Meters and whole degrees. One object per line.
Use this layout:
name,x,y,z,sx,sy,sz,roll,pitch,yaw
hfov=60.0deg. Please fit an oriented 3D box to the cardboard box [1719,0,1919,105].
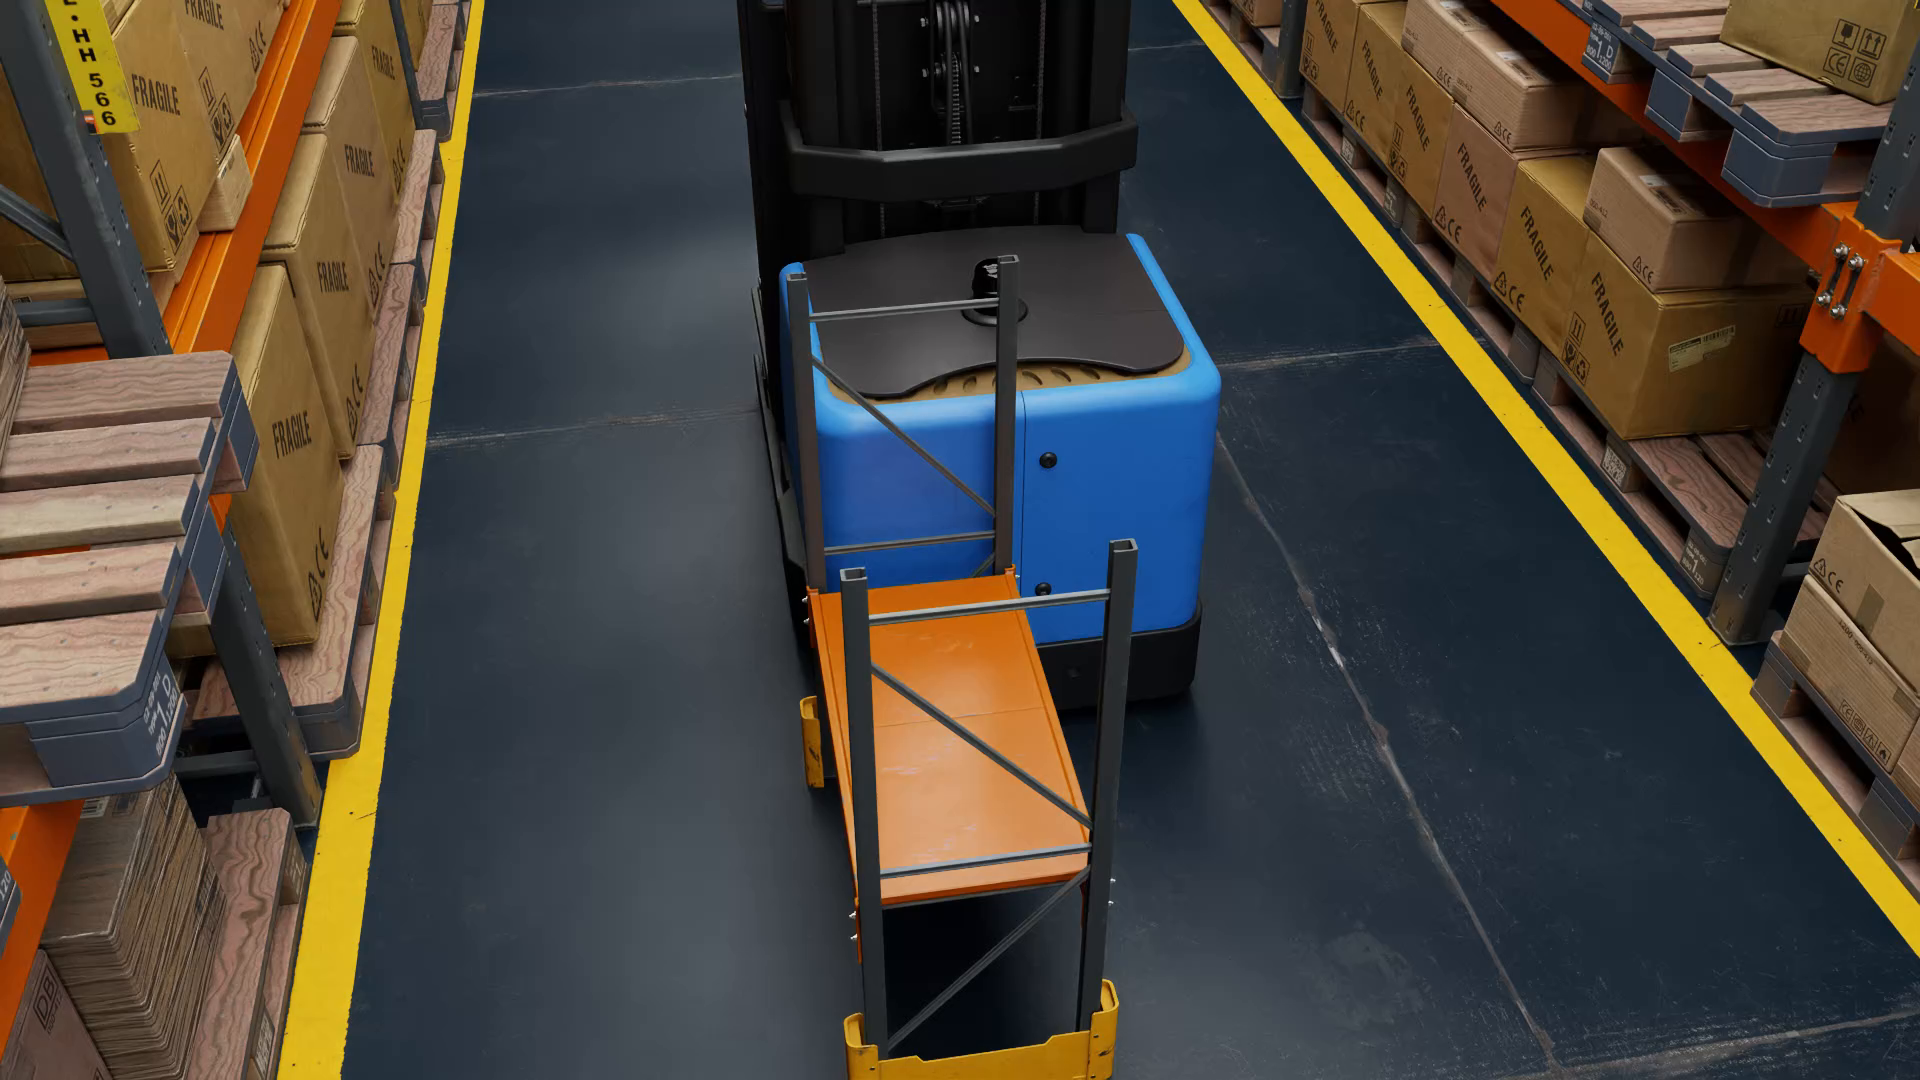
cardboard box,2.494,-1.532,4.353,0.700,0.500,0.500,-19,42,-23

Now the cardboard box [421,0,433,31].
cardboard box,-2.977,-2.784,8.084,0.700,0.500,0.500,-7,38,-8

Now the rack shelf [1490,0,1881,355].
rack shelf,2.365,-1.882,5.814,1.077,0.370,4.000,-6,38,-8

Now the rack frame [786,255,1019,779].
rack frame,-0.121,0.010,4.015,0.500,1.500,0.032,-6,38,-8

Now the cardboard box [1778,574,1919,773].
cardboard box,2.518,0.310,4.305,0.500,0.250,0.500,-6,38,-8

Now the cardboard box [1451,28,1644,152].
cardboard box,2.123,-1.631,5.973,0.500,0.250,0.500,-7,38,-9

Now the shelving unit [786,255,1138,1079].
shelving unit,-0.037,0.312,3.626,0.587,1.500,1.083,-6,38,-8

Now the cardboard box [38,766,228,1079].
cardboard box,-1.984,0.820,3.429,0.700,0.500,0.500,-6,38,-7

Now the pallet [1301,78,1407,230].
pallet,2.194,-1.786,7.376,1.003,0.211,1.213,-6,38,-8

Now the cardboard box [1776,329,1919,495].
cardboard box,2.917,-0.450,5.063,0.500,0.500,0.500,-5,38,-6

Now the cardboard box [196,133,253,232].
cardboard box,-1.990,-0.878,4.124,0.380,0.149,0.250,-5,38,-7

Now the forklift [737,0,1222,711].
forklift,-0.112,-1.538,4.840,1.130,2.935,3.031,-6,38,-8

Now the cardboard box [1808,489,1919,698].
cardboard box,2.518,0.088,4.133,0.500,0.311,0.500,-5,38,-6

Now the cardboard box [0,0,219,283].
cardboard box,-1.994,-0.909,3.634,0.500,0.500,0.500,-5,38,-7

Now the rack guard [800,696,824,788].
rack guard,-0.121,0.504,4.398,0.587,0.250,0.087,-6,38,-8

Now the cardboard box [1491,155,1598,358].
cardboard box,2.230,-0.997,5.767,0.500,0.500,0.500,-8,38,-10

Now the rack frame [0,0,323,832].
rack frame,-2.161,-0.423,3.349,1.000,3.000,0.127,-6,38,-8

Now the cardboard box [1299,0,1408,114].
cardboard box,1.859,-2.242,7.370,0.500,0.500,0.500,-8,39,-10

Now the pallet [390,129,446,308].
pallet,-2.653,-1.280,6.725,1.003,0.211,1.213,-6,38,-8

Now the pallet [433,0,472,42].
pallet,-3.136,-2.944,8.867,1.003,0.211,1.213,-6,38,-8

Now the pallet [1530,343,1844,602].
pallet,2.622,-0.312,5.479,1.003,0.211,1.213,-6,38,-8

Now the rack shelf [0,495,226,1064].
rack shelf,-1.810,1.069,2.015,1.077,0.370,4.000,-6,38,-8

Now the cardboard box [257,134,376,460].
cardboard box,-2.308,-0.728,5.152,0.750,0.750,0.750,-6,38,-8

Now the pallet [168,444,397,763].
pallet,-2.225,0.194,4.828,1.003,0.211,1.213,-6,38,-8

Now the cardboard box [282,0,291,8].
cardboard box,-2.345,-1.802,5.313,0.380,0.149,0.250,-7,38,-9

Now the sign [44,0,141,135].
sign,-1.629,-0.913,3.101,0.100,0.325,0.005,-6,38,-8

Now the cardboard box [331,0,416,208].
cardboard box,-2.620,-1.777,6.503,0.750,0.750,0.750,-6,38,-7

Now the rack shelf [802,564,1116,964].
rack shelf,-0.035,0.459,3.730,0.538,0.185,1.000,-6,38,-8

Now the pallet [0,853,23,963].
pallet,-1.774,0.844,1.875,1.003,0.211,1.213,-6,38,-8

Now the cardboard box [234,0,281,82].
cardboard box,-2.163,-1.526,4.429,0.500,0.500,0.500,-6,38,-8

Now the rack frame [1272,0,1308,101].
rack frame,2.014,-3.374,7.148,1.000,3.000,0.127,-6,38,-8

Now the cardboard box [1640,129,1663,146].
cardboard box,2.640,-1.384,6.265,0.500,0.500,0.500,-7,38,-9

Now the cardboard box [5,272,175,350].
cardboard box,-1.991,-0.555,3.708,0.380,0.149,0.250,-7,38,-9

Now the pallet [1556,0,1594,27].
pallet,2.370,-2.056,5.608,1.003,0.211,1.213,-6,38,-8

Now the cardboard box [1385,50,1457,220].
cardboard box,2.044,-1.619,6.567,0.500,0.500,0.500,-6,38,-7
